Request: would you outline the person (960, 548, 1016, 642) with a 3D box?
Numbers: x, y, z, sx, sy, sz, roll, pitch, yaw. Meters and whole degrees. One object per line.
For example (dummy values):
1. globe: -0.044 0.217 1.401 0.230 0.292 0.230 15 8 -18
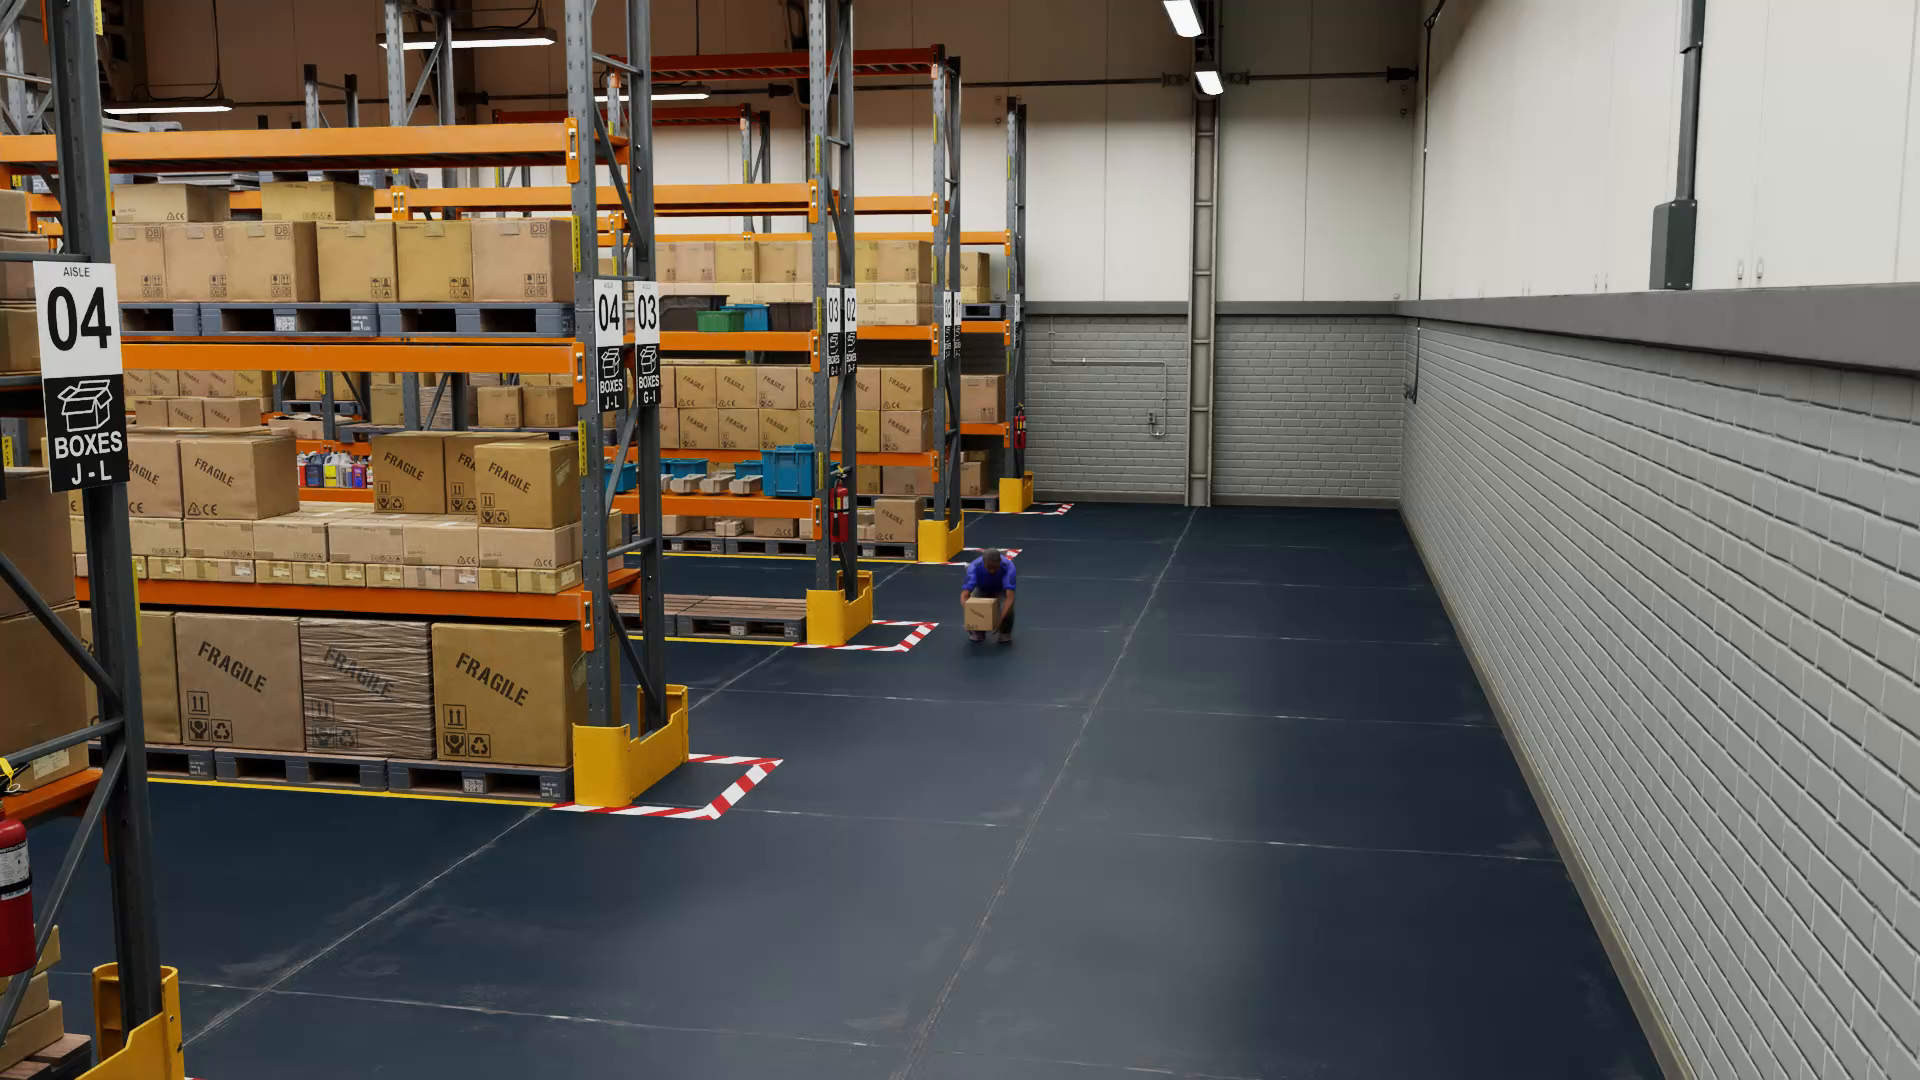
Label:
1. person: 0.281 0.490 15.078 0.499 0.913 0.827 2 8 11
